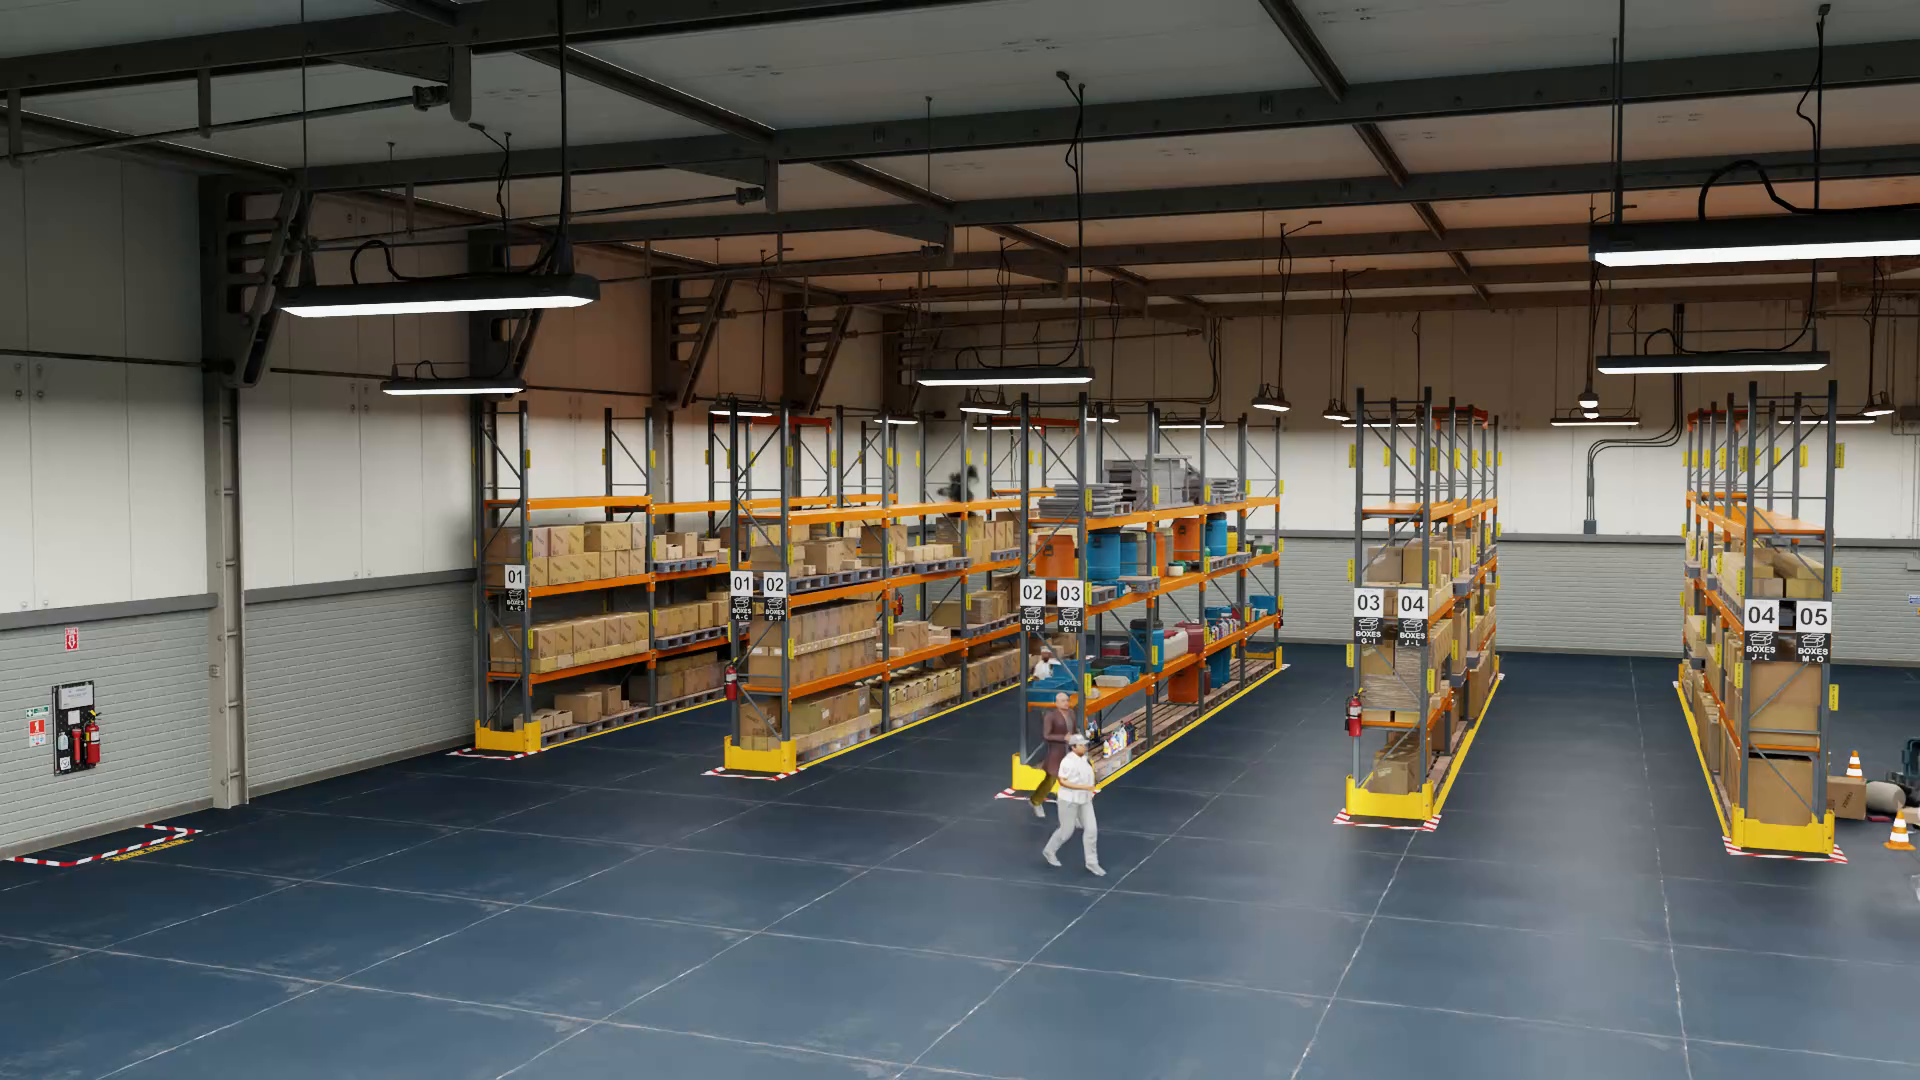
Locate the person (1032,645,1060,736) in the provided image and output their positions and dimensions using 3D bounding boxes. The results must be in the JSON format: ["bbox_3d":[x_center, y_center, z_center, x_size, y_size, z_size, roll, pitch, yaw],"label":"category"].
[{"bbox_3d":[1.561,2.717,29.765,0.579,1.658,0.603,1,3,25],"label":"person"}]

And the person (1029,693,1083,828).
[{"bbox_3d":[1.367,3.003,22.891,0.729,1.840,0.988,-2,3,-33],"label":"person"}]

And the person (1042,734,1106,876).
[{"bbox_3d":[1.371,3.192,20.154,0.851,1.697,0.598,3,4,42],"label":"person"}]
